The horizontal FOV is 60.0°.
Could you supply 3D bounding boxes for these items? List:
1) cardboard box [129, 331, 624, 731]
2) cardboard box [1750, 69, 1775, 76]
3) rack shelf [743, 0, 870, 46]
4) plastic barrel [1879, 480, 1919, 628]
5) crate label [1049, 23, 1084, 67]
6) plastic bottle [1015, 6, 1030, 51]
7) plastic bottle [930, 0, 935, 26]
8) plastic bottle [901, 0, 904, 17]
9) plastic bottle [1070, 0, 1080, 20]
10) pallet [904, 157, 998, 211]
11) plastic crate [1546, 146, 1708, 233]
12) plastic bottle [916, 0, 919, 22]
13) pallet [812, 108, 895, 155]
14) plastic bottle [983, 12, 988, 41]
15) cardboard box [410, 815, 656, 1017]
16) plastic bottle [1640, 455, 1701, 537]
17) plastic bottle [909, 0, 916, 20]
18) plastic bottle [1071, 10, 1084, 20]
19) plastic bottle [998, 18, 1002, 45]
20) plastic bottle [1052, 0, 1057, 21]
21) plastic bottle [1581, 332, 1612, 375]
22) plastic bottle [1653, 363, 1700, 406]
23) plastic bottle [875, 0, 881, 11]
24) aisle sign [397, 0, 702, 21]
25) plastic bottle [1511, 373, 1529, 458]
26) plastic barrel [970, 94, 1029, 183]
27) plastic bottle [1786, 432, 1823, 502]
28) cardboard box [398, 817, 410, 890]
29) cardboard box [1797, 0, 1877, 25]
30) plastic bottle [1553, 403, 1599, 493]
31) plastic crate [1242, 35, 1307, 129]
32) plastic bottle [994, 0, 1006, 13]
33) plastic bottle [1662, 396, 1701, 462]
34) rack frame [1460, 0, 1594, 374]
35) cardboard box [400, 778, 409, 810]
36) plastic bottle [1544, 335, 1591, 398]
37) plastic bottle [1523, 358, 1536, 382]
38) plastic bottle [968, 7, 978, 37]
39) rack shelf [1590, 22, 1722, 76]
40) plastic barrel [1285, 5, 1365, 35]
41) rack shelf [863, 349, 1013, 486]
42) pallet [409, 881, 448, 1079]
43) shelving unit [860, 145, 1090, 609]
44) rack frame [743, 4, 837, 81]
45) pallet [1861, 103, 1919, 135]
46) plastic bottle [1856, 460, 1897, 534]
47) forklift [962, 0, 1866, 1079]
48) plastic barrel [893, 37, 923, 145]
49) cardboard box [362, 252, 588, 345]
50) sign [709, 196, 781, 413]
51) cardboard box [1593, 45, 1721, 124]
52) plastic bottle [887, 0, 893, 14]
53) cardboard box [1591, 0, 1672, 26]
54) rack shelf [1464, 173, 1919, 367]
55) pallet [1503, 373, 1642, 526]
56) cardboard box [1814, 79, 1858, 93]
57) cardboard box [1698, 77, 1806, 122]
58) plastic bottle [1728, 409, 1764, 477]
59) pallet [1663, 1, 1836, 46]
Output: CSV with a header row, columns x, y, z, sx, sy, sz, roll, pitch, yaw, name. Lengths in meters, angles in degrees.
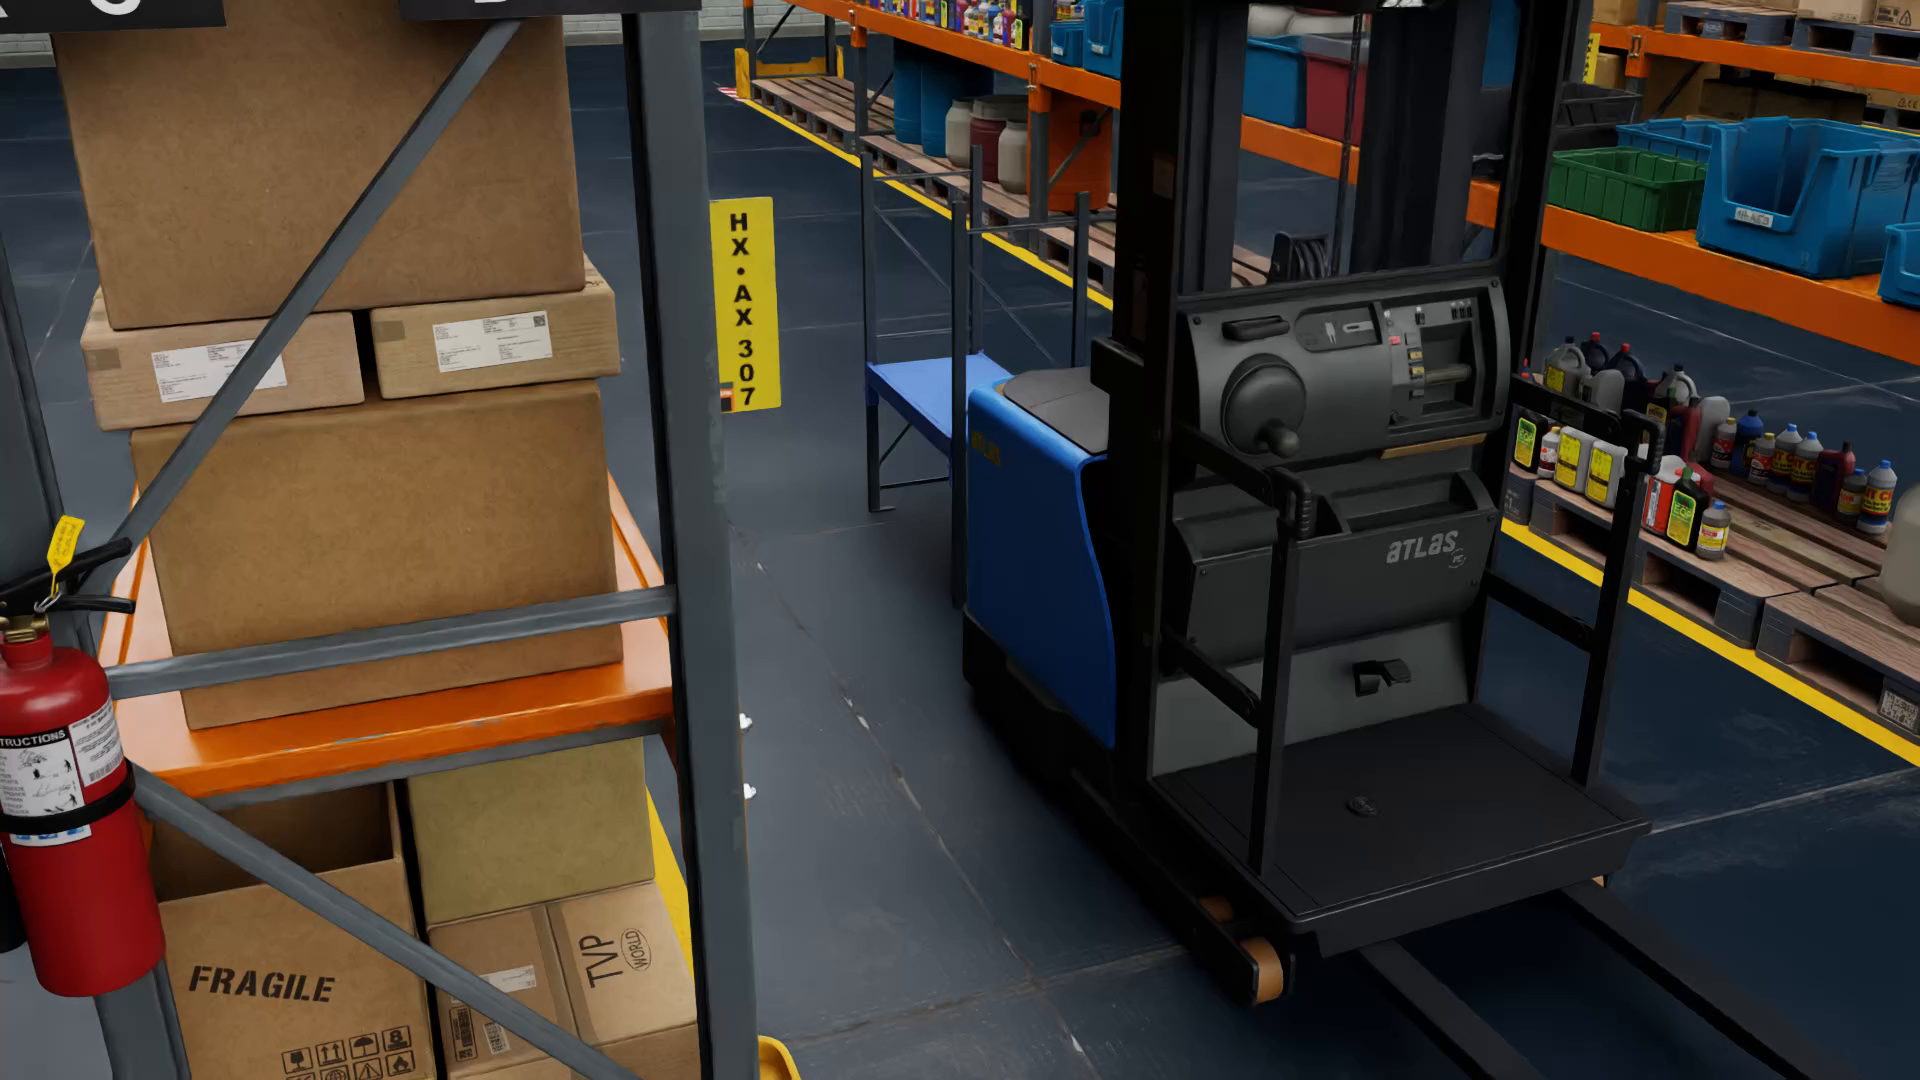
x,y,z,sx,sy,sz,roll,pitch,yaw,name
-0.999,-0.059,2.899,0.700,0.500,0.500,-8,24,-19,cardboard box
9.031,-5.259,18.496,0.380,0.149,0.250,-9,25,-21,cardboard box
-1.156,-5.275,16.330,1.077,0.370,4.000,-8,24,-19,rack shelf
3.308,0.022,5.497,0.421,0.512,0.421,0,23,0,plastic barrel
0.761,-3.145,10.565,0.303,0.233,0.416,-8,24,-19,crate label
0.421,-3.461,11.250,0.061,0.283,0.133,-8,24,-19,plastic bottle
-0.184,-4.098,12.777,0.097,0.271,0.097,0,23,0,plastic bottle
-0.429,-4.318,13.389,0.097,0.201,0.097,0,23,0,plastic bottle
0.863,-3.881,12.247,0.061,0.283,0.133,-8,24,-19,plastic bottle
0.218,-2.865,13.275,1.003,0.211,1.213,-8,24,-19,pallet
2.592,-1.343,6.348,0.450,0.188,0.662,-8,24,-19,plastic crate
-0.300,-4.186,13.074,0.097,0.201,0.097,0,23,0,plastic bottle
-0.746,-3.857,15.629,1.003,0.211,1.213,-8,24,-19,pallet
0.213,-3.658,11.822,0.097,0.201,0.097,0,23,0,plastic bottle
-1.007,0.826,3.929,0.500,0.250,0.500,-8,24,-19,cardboard box
2.667,-0.170,6.231,0.152,0.276,0.135,-8,24,-19,plastic bottle
-0.316,-4.266,13.169,0.152,0.276,0.135,-8,24,-19,plastic bottle
0.839,-3.681,11.877,0.097,0.201,0.097,0,23,0,plastic bottle
0.316,-3.552,11.570,0.097,0.201,0.097,0,23,0,plastic bottle
0.747,-4.000,12.529,0.061,0.283,0.133,-8,24,-19,plastic bottle
2.873,-0.761,7.537,0.144,0.351,0.185,-9,24,-20,plastic bottle
3.055,-0.574,7.093,0.144,0.351,0.185,-8,24,-19,plastic bottle
-0.672,-4.586,13.919,0.061,0.283,0.133,-8,24,-19,plastic bottle
-0.536,-1.058,2.050,0.394,0.787,0.004,-8,24,-19,aisle sign
2.340,-0.536,7.005,0.144,0.351,0.185,-9,25,-21,plastic bottle
0.375,-3.095,12.794,0.600,0.588,0.708,-8,24,-19,plastic barrel
3.319,-0.291,6.525,0.097,0.271,0.097,0,23,0,plastic bottle
-1.500,0.898,3.757,0.500,0.250,0.500,-8,24,-19,cardboard box
5.974,-3.590,11.058,0.500,0.250,0.500,-9,24,-20,cardboard box
2.490,-0.382,6.638,0.144,0.351,0.185,-9,24,-19,plastic bottle
1.695,-2.324,8.422,0.392,0.384,0.575,-8,24,-19,plastic crate
0.318,-4.249,13.134,0.097,0.271,0.097,0,23,0,plastic bottle
3.010,-0.468,6.930,0.061,0.283,0.133,-8,24,-19,plastic bottle
2.376,-1.973,7.569,1.000,3.000,0.127,-8,24,-19,rack frame
-1.194,0.300,4.210,0.500,0.500,0.500,-8,24,-19,cardboard box
2.738,-0.741,7.490,0.144,0.351,0.185,-8,24,-19,plastic bottle
2.408,-0.625,7.214,0.144,0.351,0.185,-8,24,-19,plastic bottle
0.110,-3.764,12.074,0.097,0.201,0.097,0,23,0,plastic bottle
4.890,-4.501,14.494,1.077,0.370,4.000,-8,24,-19,rack shelf
1.984,-2.680,9.071,0.433,0.535,0.433,0,23,0,plastic barrel
0.030,-0.494,6.455,0.538,0.185,1.000,-8,24,-19,rack shelf
-1.155,1.171,3.699,1.003,0.211,1.213,-8,24,-19,pallet
0.030,-0.660,6.385,0.538,1.500,1.048,-8,24,-19,shelving unit
-1.863,-6.333,17.914,1.000,3.000,0.127,-8,24,-19,rack frame
9.571,-4.192,16.423,1.003,0.211,1.213,-8,24,-19,pallet
3.440,-0.167,6.230,0.097,0.271,0.097,0,23,0,plastic bottle
1.061,-0.406,3.939,1.130,2.935,3.031,-10,25,-22,forklift
-0.274,-3.906,14.317,0.600,0.901,0.708,-8,24,-19,plastic barrel
-0.879,-0.454,3.001,0.380,0.149,0.250,-9,24,-20,cardboard box
-0.325,-0.351,2.504,0.100,0.325,0.005,-8,24,-19,sign
5.372,-3.574,13.563,1.225,0.875,0.875,-10,25,-21,cardboard box
-0.514,-4.469,13.651,0.152,0.276,0.135,-8,24,-19,plastic bottle
5.191,-4.297,12.955,0.500,0.500,0.500,-8,24,-17,cardboard box
3.083,-0.915,5.985,1.077,0.370,4.000,-8,24,-19,rack shelf
2.574,-0.438,7.518,1.003,0.211,1.213,-8,24,-19,pallet
9.061,-4.748,16.831,0.500,0.500,0.500,-7,24,-17,cardboard box
5.862,-3.263,12.316,0.500,0.250,0.500,-7,24,-17,cardboard box
3.212,-0.401,6.786,0.097,0.271,0.097,0,23,0,plastic bottle
5.948,-3.773,12.087,1.213,0.211,1.003,-8,24,-19,pallet
